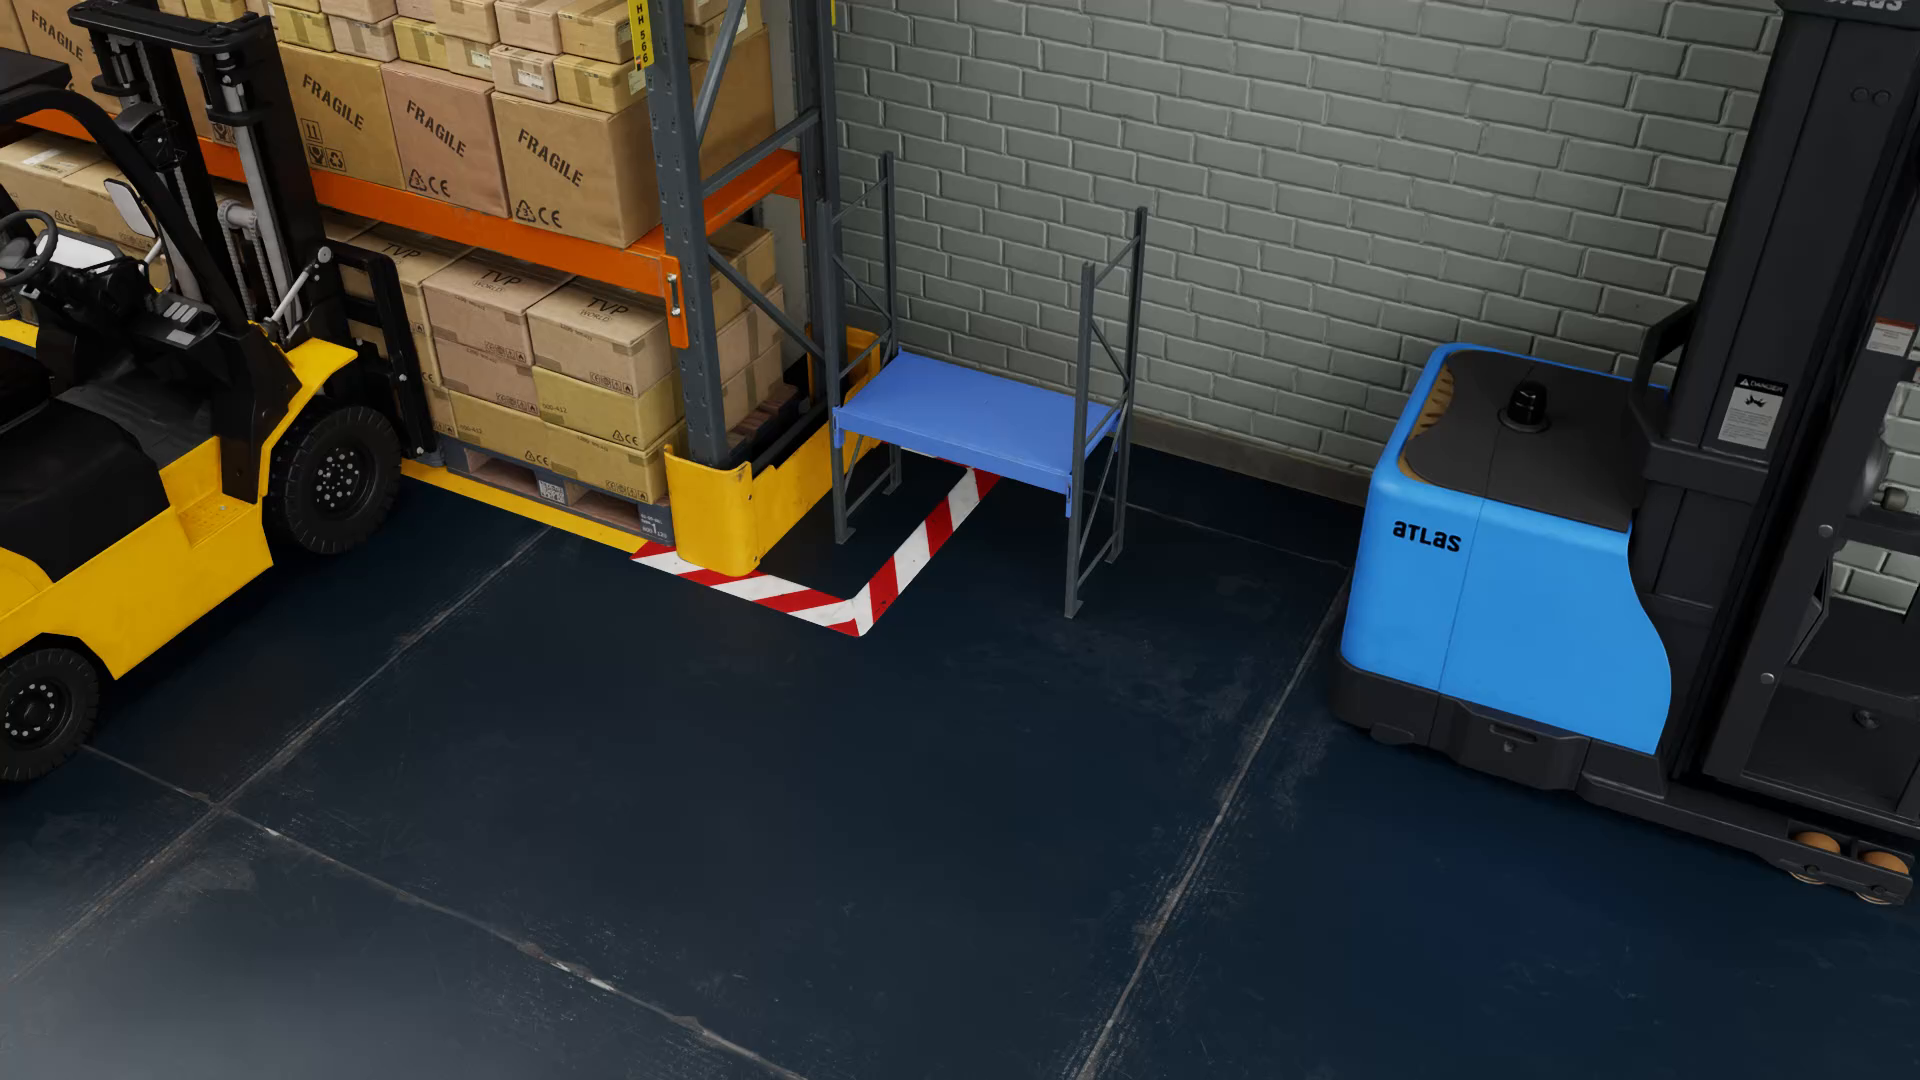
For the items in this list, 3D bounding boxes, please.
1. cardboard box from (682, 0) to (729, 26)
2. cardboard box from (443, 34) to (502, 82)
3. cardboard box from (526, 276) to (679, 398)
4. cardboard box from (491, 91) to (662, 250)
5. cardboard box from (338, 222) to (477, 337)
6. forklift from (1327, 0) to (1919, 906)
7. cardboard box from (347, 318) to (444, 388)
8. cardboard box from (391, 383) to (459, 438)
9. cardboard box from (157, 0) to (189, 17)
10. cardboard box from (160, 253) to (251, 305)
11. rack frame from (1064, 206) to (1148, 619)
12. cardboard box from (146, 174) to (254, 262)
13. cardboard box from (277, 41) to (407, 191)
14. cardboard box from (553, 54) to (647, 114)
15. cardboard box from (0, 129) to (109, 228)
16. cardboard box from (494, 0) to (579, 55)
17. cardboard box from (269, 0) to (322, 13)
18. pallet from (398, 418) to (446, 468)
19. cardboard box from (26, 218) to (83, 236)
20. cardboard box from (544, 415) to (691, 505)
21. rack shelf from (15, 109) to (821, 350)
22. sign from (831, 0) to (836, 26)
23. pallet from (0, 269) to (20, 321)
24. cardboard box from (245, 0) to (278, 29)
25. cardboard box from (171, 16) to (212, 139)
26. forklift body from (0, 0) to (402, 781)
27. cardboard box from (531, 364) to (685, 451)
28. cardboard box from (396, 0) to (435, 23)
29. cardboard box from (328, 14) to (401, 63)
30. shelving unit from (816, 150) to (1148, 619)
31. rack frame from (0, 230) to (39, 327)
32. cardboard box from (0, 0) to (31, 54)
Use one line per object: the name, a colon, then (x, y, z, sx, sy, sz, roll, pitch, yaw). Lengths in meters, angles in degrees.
cardboard box: (-0.961, -2.028, 6.076, 0.250, 0.149, 0.380, 17, 40, 21)
cardboard box: (-1.641, -1.808, 6.031, 0.250, 0.149, 0.380, 18, 41, 22)
cardboard box: (-1.313, -0.834, 6.468, 0.500, 0.250, 0.500, 19, 41, 23)
cardboard box: (-1.319, -1.439, 6.082, 0.500, 0.500, 0.500, 16, 40, 21)
cardboard box: (-2.222, -1.108, 6.829, 0.500, 0.250, 0.500, 18, 41, 22)
forklift: (2.852, -0.389, 4.839, 3.031, 2.935, 1.130, 16, 40, 20)
cardboard box: (-2.245, -0.920, 6.994, 0.500, 0.250, 0.500, 16, 40, 20)
cardboard box: (-2.201, -0.724, 7.149, 0.500, 0.250, 0.500, 18, 41, 22)
cardboard box: (-3.027, -2.213, 6.565, 0.250, 0.149, 0.380, 16, 40, 20)
cardboard box: (-3.136, -1.202, 7.365, 0.500, 0.250, 0.500, 17, 40, 21)
rack frame: (0.527, -0.432, 6.079, 0.032, 1.500, 0.500, 17, 41, 21)
cardboard box: (-3.131, -1.403, 7.217, 0.500, 0.250, 0.500, 19, 41, 23)
cardboard box: (-2.230, -1.731, 6.466, 0.500, 0.500, 0.500, 17, 40, 21)
cardboard box: (-1.198, -1.647, 5.820, 0.250, 0.149, 0.380, 18, 41, 22)
cardboard box: (-4.028, -1.683, 7.586, 0.500, 0.250, 0.500, 17, 40, 21)
cardboard box: (-1.409, -1.858, 5.852, 0.250, 0.149, 0.380, 17, 41, 22)
cardboard box: (-2.355, -2.108, 6.180, 0.250, 0.149, 0.380, 18, 41, 22)
pallet: (-2.539, -0.823, 7.659, 1.213, 0.211, 1.003, 17, 41, 21)
cardboard box: (-4.025, -1.486, 7.741, 0.500, 0.250, 0.500, 17, 40, 21)
cardboard box: (-1.323, -0.436, 6.771, 0.500, 0.250, 0.500, 18, 41, 22)
rack shelf: (-2.537, -1.673, 7.068, 4.000, 0.370, 1.077, 17, 41, 21)
sign: (-0.500, -2.076, 6.222, 0.005, 0.325, 0.100, 17, 41, 21)
pallet: (-4.985, -1.589, 8.668, 1.213, 0.211, 1.003, 17, 41, 21)
cardboard box: (-2.528, -2.109, 6.428, 0.250, 0.149, 0.380, 17, 40, 21)
cardboard box: (-3.119, -2.016, 6.842, 0.500, 0.500, 0.500, 17, 40, 21)
forklift body: (-3.284, -0.613, 5.779, 1.214, 2.155, 2.313, 17, 41, 21)
cardboard box: (-1.337, -0.642, 6.628, 0.500, 0.250, 0.500, 17, 40, 21)
cardboard box: (-1.841, -2.026, 6.073, 0.250, 0.149, 0.380, 18, 41, 22)
cardboard box: (-2.114, -1.932, 6.195, 0.250, 0.149, 0.380, 16, 40, 20)
shelving unit: (0.076, -0.574, 6.265, 1.048, 1.500, 0.538, 17, 41, 21)
rack frame: (-4.313, -2.516, 7.583, 0.127, 3.000, 1.000, 17, 41, 21)
cardboard box: (-4.039, -2.292, 7.206, 0.500, 0.500, 0.500, 16, 40, 20)
